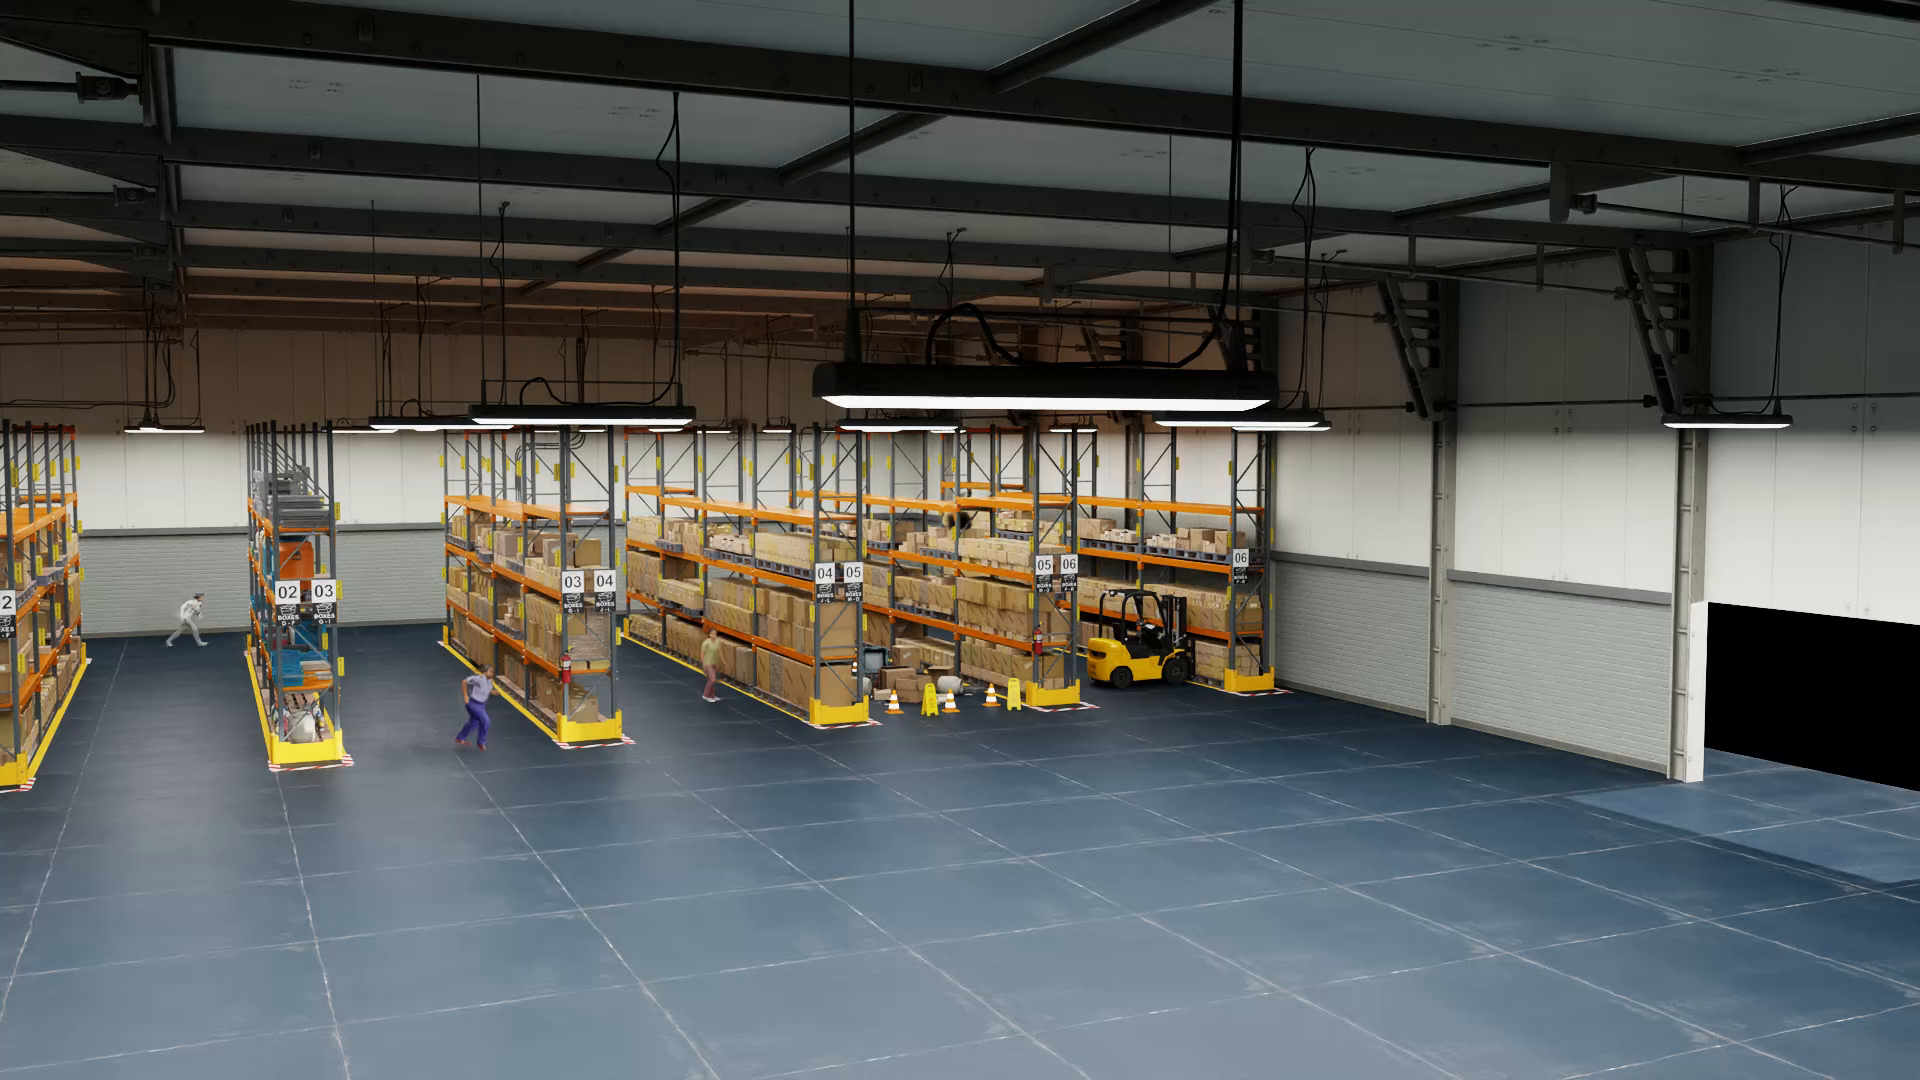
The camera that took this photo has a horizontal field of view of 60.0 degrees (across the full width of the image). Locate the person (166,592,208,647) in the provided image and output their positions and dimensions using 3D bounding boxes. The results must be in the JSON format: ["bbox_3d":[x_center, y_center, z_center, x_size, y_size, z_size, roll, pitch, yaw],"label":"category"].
[{"bbox_3d":[-20.866,2.148,44.897,1.136,1.480,0.600,0,4,3],"label":"person"}]

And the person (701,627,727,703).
[{"bbox_3d":[-5.346,2.675,35.732,0.587,1.645,0.542,2,4,31],"label":"person"}]

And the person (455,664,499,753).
[{"bbox_3d":[-8.818,3.072,30.250,0.917,1.643,0.646,1,4,17],"label":"person"}]
